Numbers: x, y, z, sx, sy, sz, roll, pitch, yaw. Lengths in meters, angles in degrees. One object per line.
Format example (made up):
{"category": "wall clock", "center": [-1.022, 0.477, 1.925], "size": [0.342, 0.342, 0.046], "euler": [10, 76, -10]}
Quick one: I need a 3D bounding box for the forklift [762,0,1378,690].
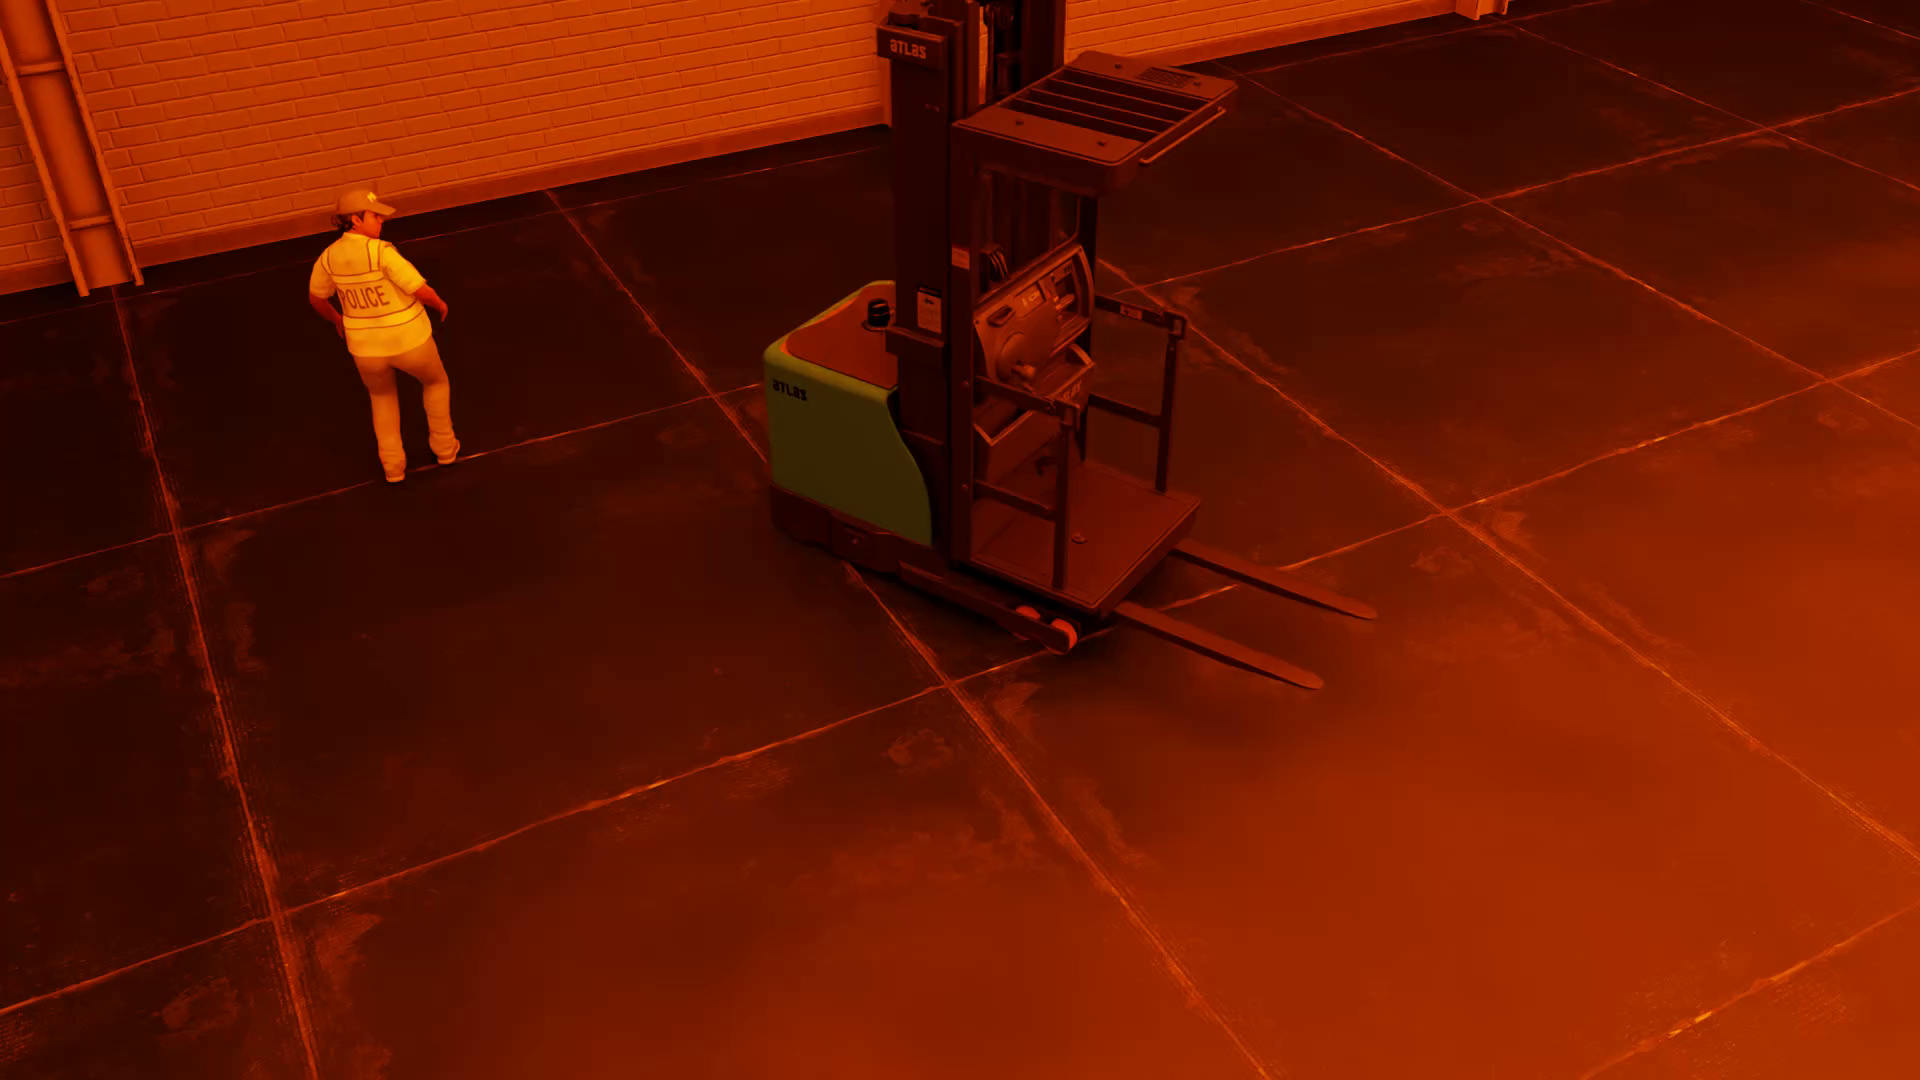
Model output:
{"category": "forklift", "center": [0.519, -1.004, 7.543], "size": [3.031, 2.935, 1.130], "euler": [21, 41, 27]}

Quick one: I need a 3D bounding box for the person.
{"category": "person", "center": [-3.037, -1.072, 8.793], "size": [0.691, 1.623, 0.521], "euler": [0, 35, 0]}
